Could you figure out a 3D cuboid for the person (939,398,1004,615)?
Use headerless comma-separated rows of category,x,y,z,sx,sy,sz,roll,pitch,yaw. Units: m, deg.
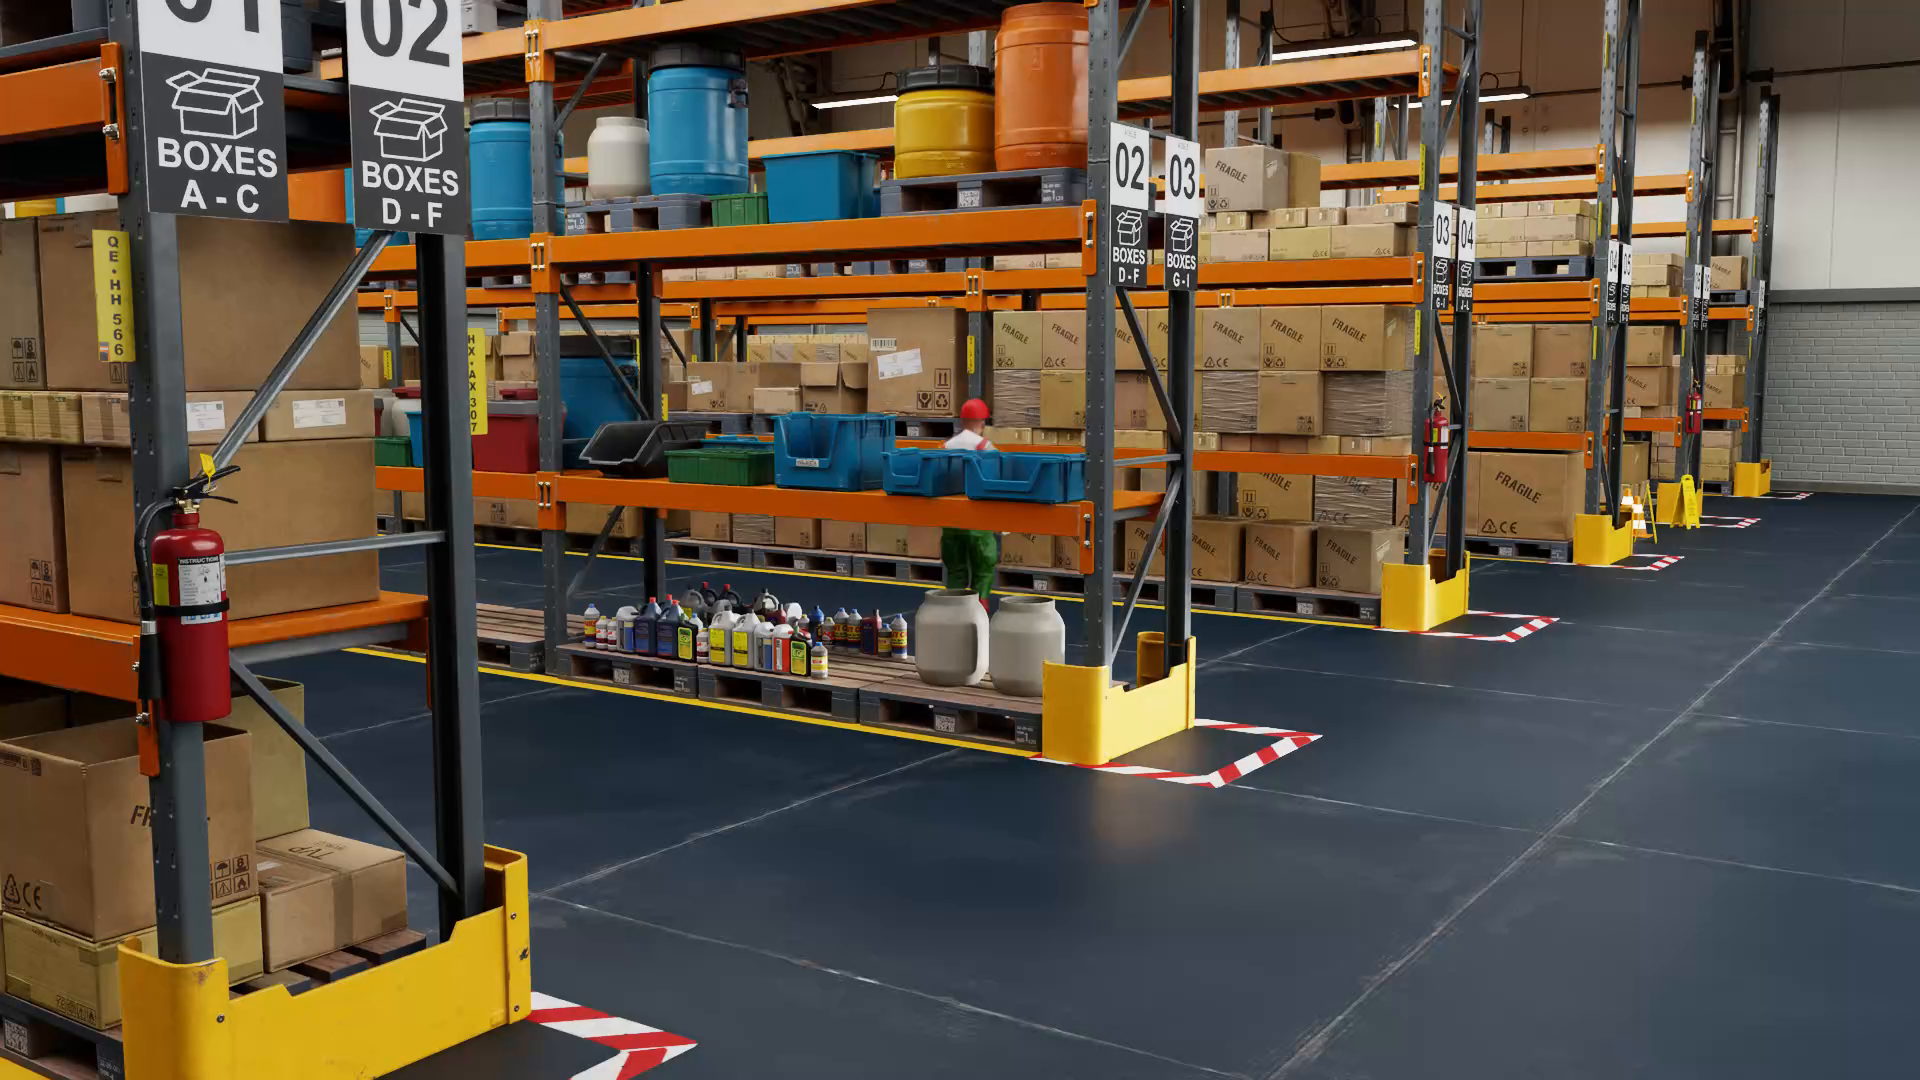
person,0.087,-0.131,11.922,0.488,1.763,0.586,4,7,32
